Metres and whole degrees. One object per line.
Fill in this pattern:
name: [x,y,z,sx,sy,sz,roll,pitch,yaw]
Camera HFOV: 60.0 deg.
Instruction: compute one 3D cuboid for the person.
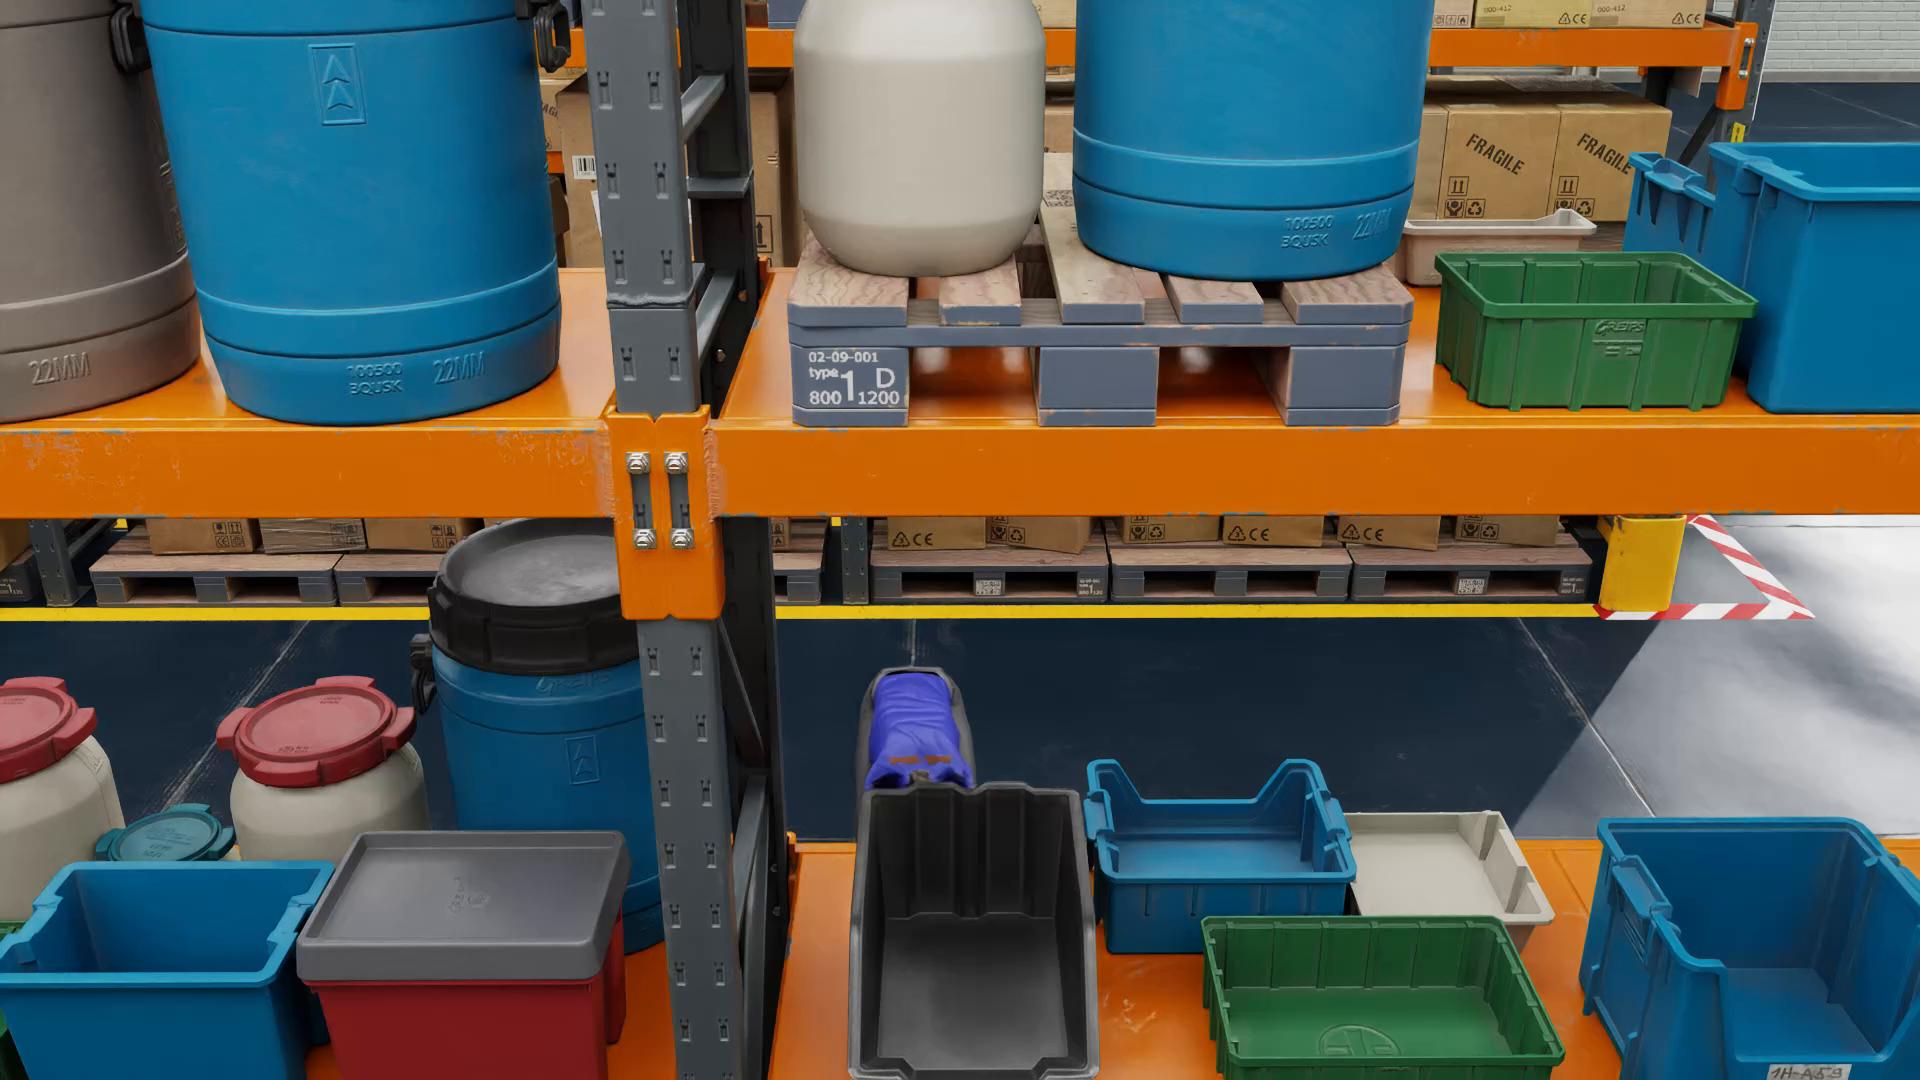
person: [-0.155,0.980,5.855,0.445,0.904,0.870,-1,24,-3]
